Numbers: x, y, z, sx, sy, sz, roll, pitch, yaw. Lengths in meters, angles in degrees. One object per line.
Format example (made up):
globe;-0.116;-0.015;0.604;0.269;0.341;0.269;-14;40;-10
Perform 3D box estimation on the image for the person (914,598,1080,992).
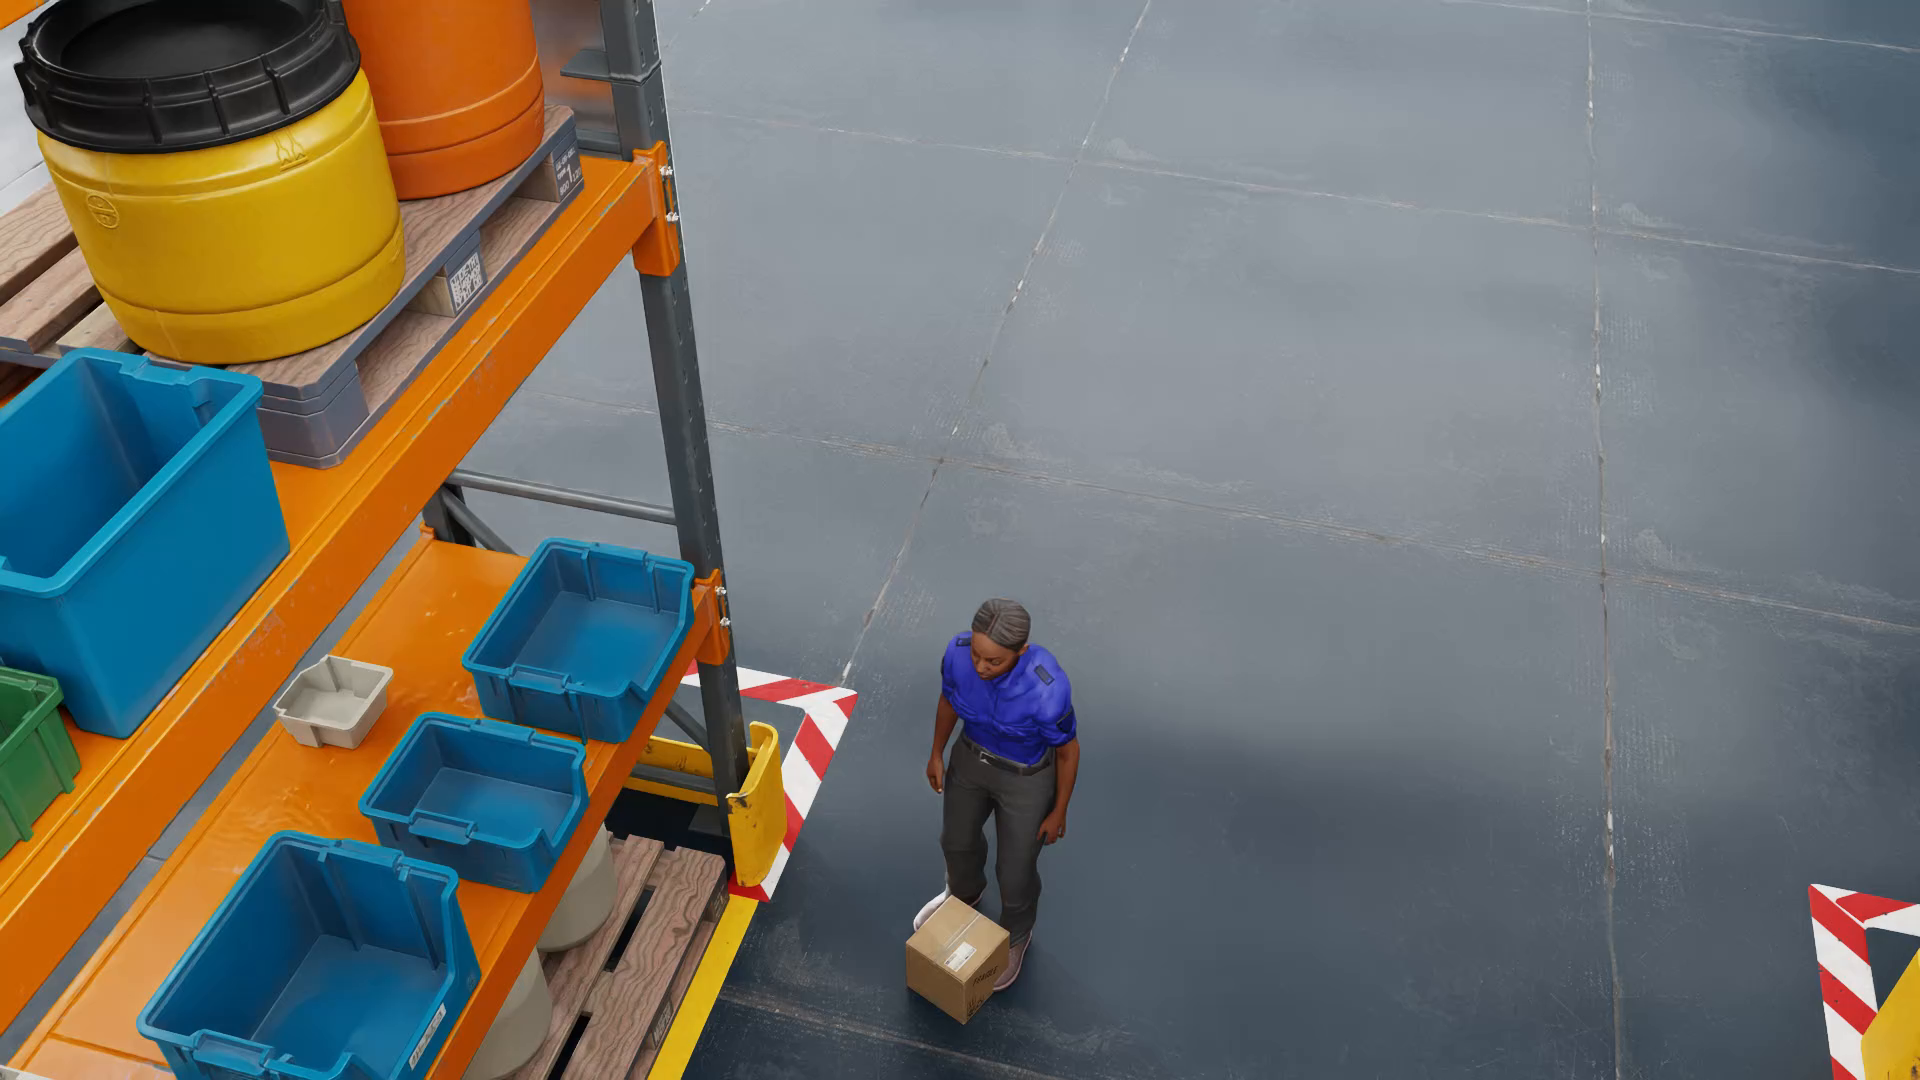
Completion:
person;0.109;0.773;5.281;0.527;1.655;0.394;23;46;24
